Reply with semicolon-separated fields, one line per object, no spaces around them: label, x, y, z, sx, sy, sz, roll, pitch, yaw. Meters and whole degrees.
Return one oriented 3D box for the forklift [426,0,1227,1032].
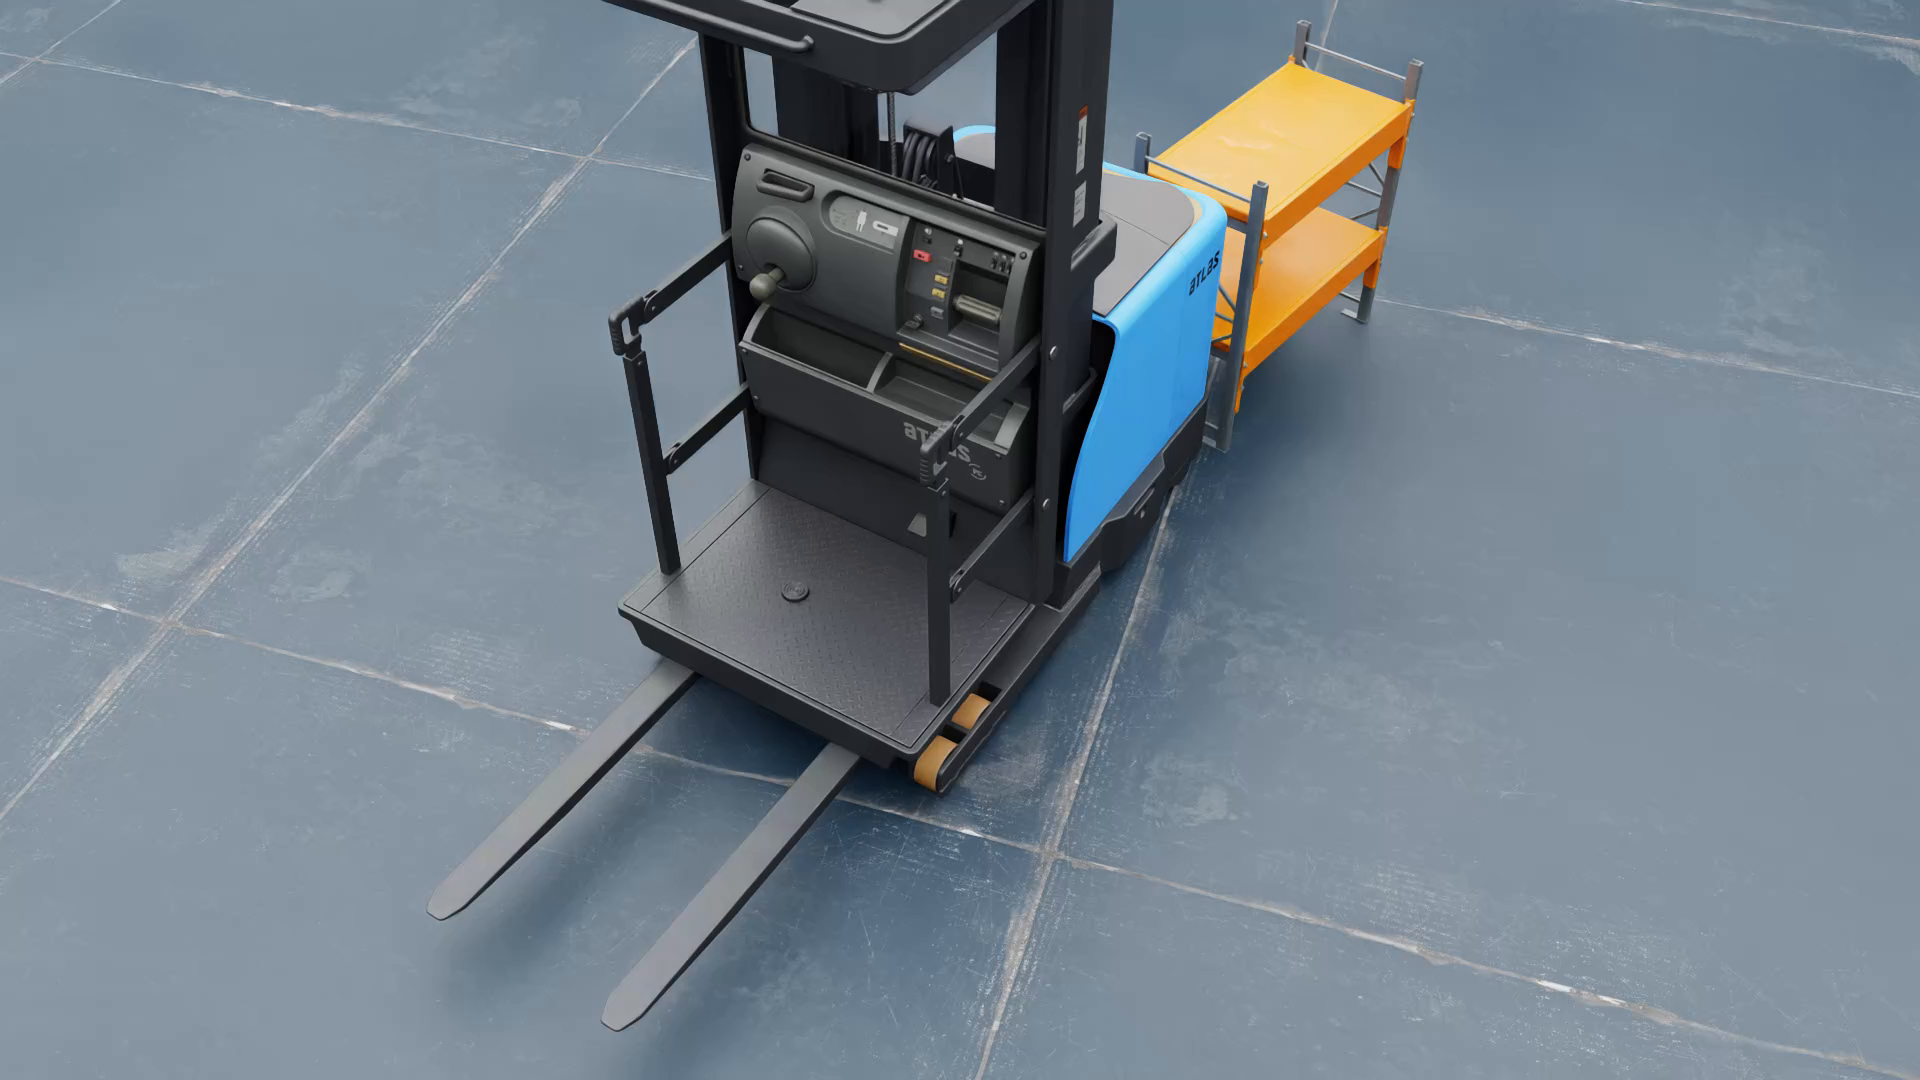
forklift;-0.336;-0.674;4.343;1.130;2.935;3.031;24;49;22

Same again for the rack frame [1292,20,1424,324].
rack frame;1.434;-1.384;6.360;0.500;1.125;0.032;30;52;27

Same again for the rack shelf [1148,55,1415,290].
rack shelf;1.109;-1.319;5.876;0.538;0.278;1.000;30;52;27

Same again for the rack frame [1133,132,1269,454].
rack frame;0.785;-0.836;5.801;0.500;1.125;0.032;30;52;27

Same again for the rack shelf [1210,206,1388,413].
rack shelf;1.109;-0.935;6.251;0.538;0.278;1.000;30;52;27

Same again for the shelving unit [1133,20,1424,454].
shelving unit;1.109;-1.110;6.080;0.538;1.125;1.048;30;52;27
